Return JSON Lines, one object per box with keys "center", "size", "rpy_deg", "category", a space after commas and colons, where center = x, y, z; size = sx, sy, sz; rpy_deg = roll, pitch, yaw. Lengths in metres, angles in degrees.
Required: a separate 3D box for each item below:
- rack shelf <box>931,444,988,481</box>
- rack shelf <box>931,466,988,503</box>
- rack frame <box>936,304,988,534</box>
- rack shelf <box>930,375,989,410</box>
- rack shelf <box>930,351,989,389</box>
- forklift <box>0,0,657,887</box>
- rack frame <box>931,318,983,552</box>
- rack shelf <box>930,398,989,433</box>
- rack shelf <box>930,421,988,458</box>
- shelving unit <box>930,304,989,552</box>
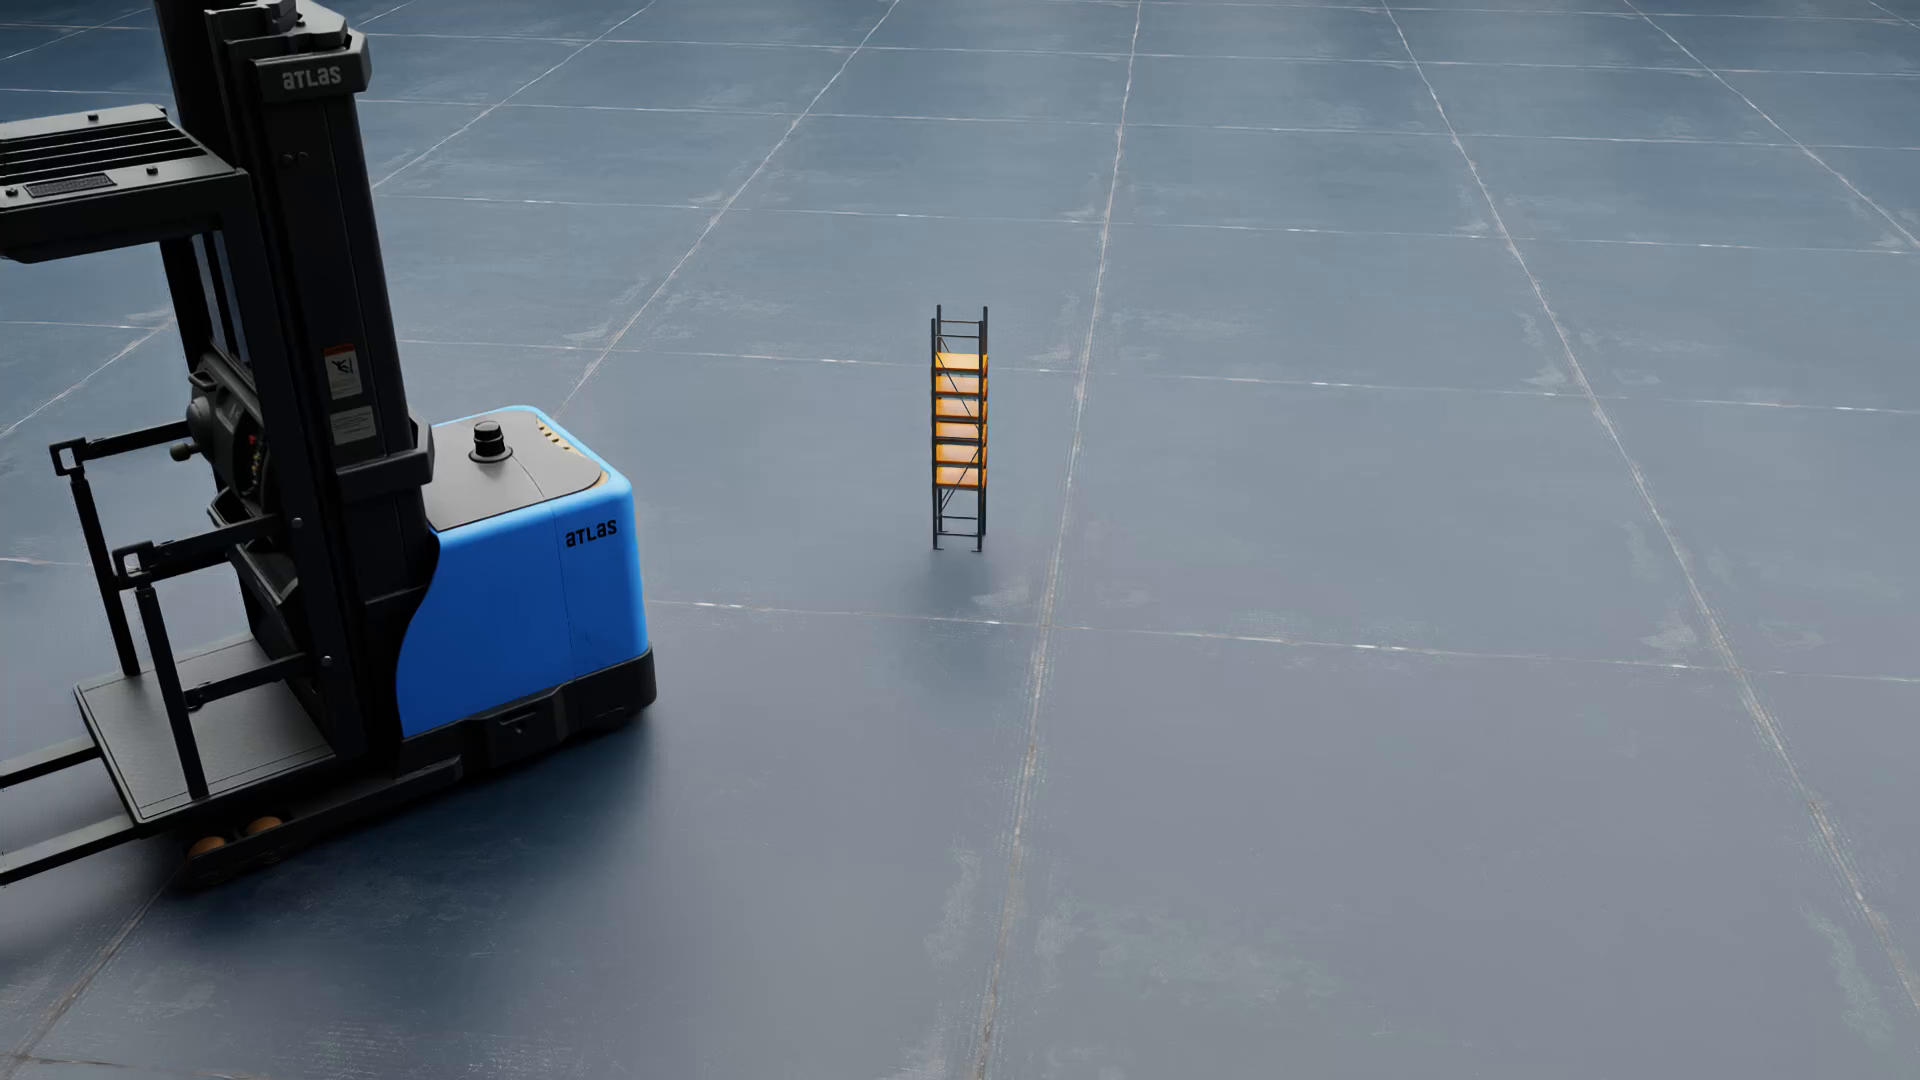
{"center": [-0.002, -0.377, 8.031], "size": [0.258, 0.103, 0.180], "rpy_deg": [3, 28, 6], "category": "rack shelf"}
{"center": [-0.002, -0.271, 8.088], "size": [0.258, 0.103, 0.180], "rpy_deg": [3, 28, 6], "category": "rack shelf"}
{"center": [0.009, -0.564, 8.033], "size": [0.240, 1.200, 0.006], "rpy_deg": [3, 28, 6], "category": "rack frame"}
{"center": [-0.002, -0.694, 7.860], "size": [0.258, 0.103, 0.180], "rpy_deg": [3, 28, 6], "category": "rack shelf"}
{"center": [-0.002, -0.799, 7.803], "size": [0.258, 0.103, 0.180], "rpy_deg": [3, 28, 6], "category": "rack shelf"}
{"center": [-2.746, -0.341, 5.794], "size": [3.031, 2.935, 1.130], "rpy_deg": [-19, 34, -31], "category": "forklift"}
{"center": [-0.013, -0.478, 7.873], "size": [0.240, 1.200, 0.006], "rpy_deg": [3, 28, 6], "category": "rack frame"}
{"center": [-0.002, -0.588, 7.917], "size": [0.258, 0.103, 0.180], "rpy_deg": [3, 28, 6], "category": "rack shelf"}
{"center": [-0.002, -0.482, 7.974], "size": [0.258, 0.103, 0.180], "rpy_deg": [3, 28, 6], "category": "rack shelf"}
{"center": [-0.002, -0.521, 7.953], "size": [0.258, 1.200, 0.189], "rpy_deg": [3, 28, 6], "category": "shelving unit"}
